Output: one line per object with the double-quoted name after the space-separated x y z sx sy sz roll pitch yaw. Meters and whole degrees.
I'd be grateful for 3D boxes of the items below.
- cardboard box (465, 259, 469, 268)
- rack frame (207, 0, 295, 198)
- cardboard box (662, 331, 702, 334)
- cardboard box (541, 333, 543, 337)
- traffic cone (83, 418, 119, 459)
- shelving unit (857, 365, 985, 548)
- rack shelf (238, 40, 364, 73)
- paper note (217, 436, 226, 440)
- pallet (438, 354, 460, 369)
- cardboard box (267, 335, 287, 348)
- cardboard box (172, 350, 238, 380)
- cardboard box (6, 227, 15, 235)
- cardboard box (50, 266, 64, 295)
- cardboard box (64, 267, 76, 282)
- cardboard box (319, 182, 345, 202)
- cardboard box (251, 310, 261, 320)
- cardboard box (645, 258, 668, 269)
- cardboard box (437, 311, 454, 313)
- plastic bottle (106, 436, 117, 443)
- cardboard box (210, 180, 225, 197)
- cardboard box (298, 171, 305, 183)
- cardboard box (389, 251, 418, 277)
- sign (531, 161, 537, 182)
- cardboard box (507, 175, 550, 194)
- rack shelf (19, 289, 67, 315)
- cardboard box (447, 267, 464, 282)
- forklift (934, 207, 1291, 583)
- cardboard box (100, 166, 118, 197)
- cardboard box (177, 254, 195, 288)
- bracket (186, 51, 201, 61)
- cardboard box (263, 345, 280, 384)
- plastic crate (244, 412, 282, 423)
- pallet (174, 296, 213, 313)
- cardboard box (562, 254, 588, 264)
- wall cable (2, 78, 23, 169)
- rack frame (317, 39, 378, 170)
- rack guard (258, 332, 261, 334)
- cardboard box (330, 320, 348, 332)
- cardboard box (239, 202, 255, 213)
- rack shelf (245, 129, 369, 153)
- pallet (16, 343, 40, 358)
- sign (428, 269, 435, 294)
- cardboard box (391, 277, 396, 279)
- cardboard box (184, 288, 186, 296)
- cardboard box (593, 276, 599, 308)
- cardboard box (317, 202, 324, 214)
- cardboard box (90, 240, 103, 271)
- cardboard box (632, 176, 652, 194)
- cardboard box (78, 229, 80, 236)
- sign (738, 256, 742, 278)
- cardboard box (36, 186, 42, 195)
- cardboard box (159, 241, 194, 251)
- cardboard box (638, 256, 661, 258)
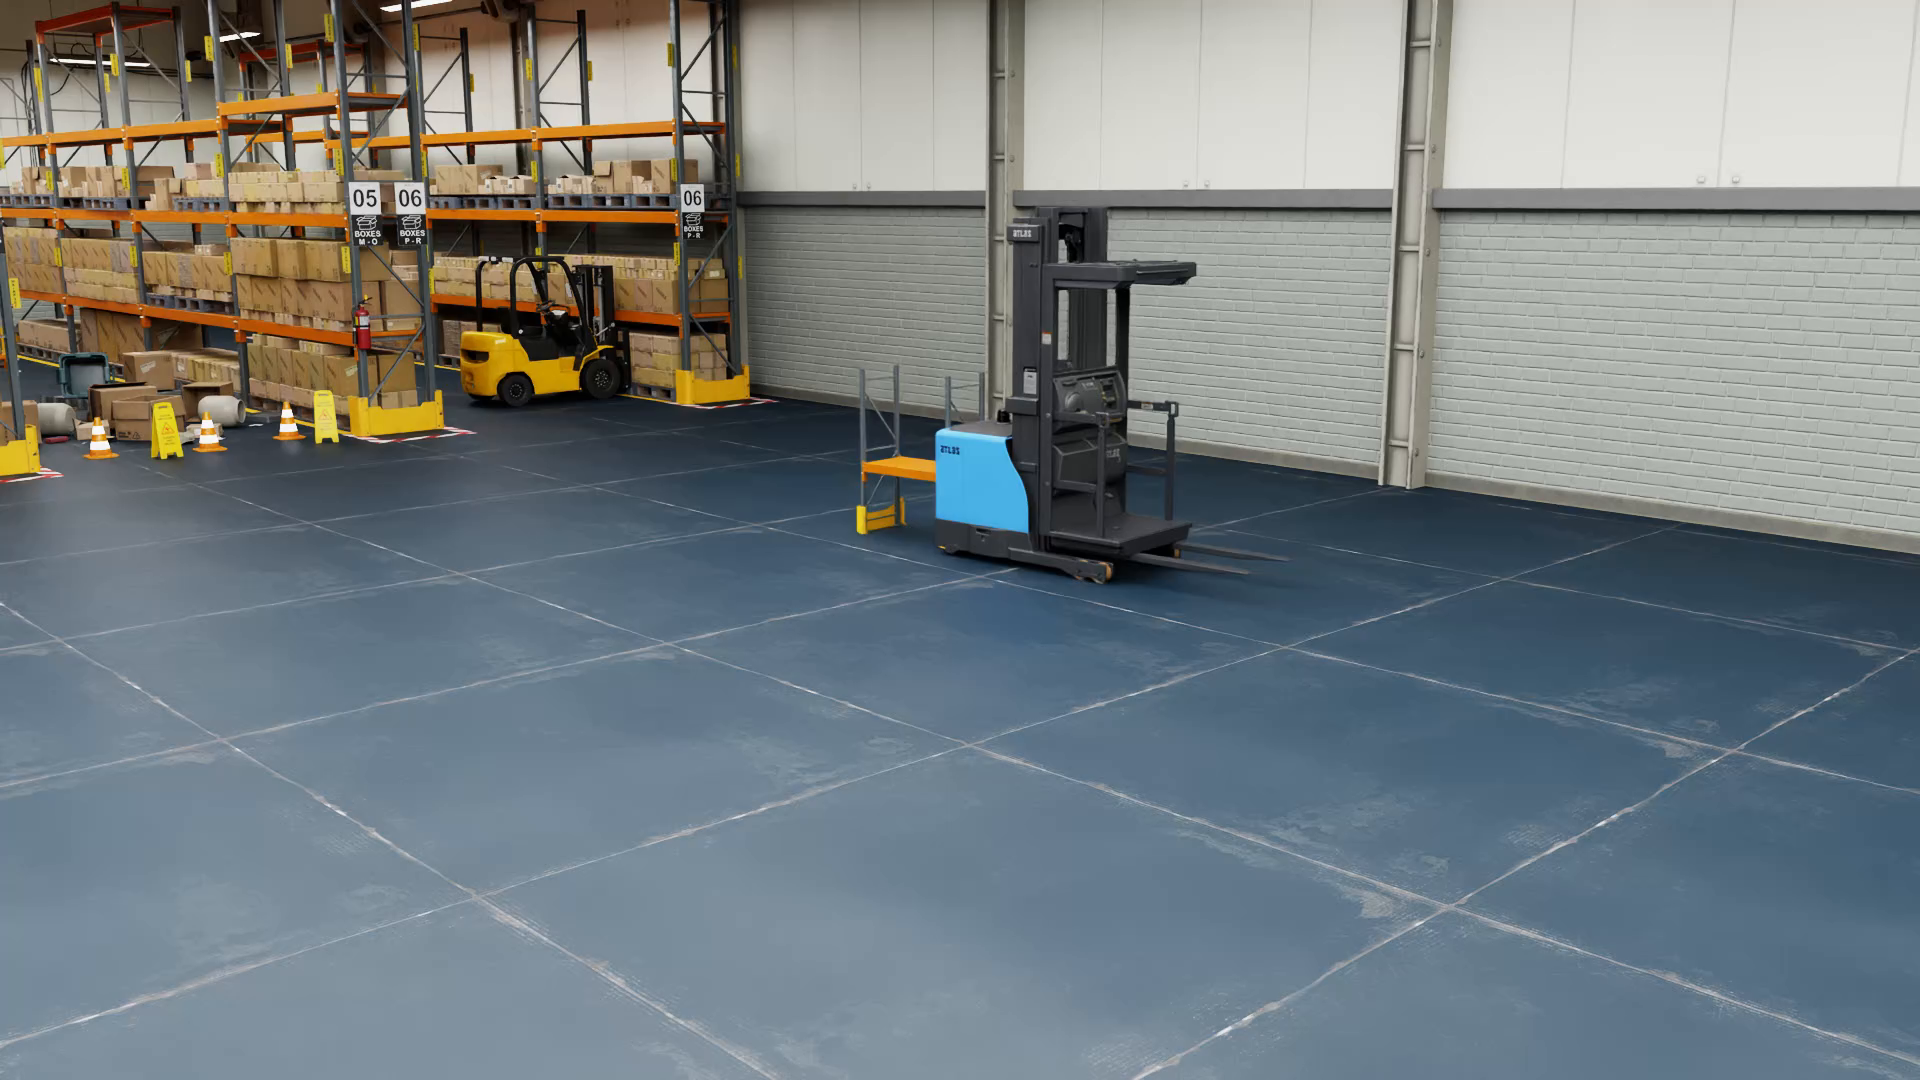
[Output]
-8.492 -4.884 29.329 0.380 0.149 0.250 -11 16 -42 "cardboard box"
-10.091 -6.409 23.718 1.000 3.000 0.127 -11 16 -43 "rack frame"
-4.284 -3.097 25.804 0.500 0.250 0.500 -11 16 -42 "cardboard box"
-6.872 -3.280 28.243 0.875 0.625 0.625 -10 15 -40 "cardboard box"
-10.178 -1.215 19.663 0.336 0.463 0.334 -11 16 -43 "traffic cone"
-0.349 -0.776 14.961 1.083 1.500 0.587 10 15 39 "shelving unit"
-13.409 -9.836 33.899 1.077 0.370 4.000 -11 16 -43 "rack shelf"
-9.421 -1.293 21.113 0.142 0.019 0.148 6 13 26 "paper note"
-8.725 -3.255 30.189 1.003 0.211 1.213 -11 16 -43 "pallet"
-9.479 -2.790 23.325 0.380 0.149 0.250 -10 15 -40 "cardboard box"
-11.955 -2.783 26.456 0.950 0.372 0.625 -11 16 -44 "cardboard box"
-18.004 -5.906 31.810 0.380 0.149 0.250 -10 15 -41 "cardboard box"
-16.120 -4.719 30.136 0.500 0.500 0.500 -11 16 -42 "cardboard box"
-15.515 -4.706 29.453 0.500 0.250 0.500 11 16 44 "cardboard box"
-7.877 -4.465 21.353 0.500 0.250 0.500 -11 16 -43 "cardboard box"
-9.893 -3.227 23.765 0.380 0.149 0.250 -10 15 -41 "cardboard box"
-4.534 -4.180 25.177 0.380 0.149 0.250 -10 16 -41 "cardboard box"
-9.915 -4.286 31.825 0.250 0.149 0.380 11 16 43 "cardboard box"
-10.759 -1.270 20.925 0.283 0.061 0.133 6 13 26 "plastic bottle"
-10.599 -5.137 24.310 0.500 0.250 0.500 -11 16 -44 "cardboard box"
-8.579 -4.832 22.145 0.250 0.149 0.380 11 16 44 "cardboard box"
-10.527 -5.215 31.496 0.637 0.503 0.797 11 16 44 "cardboard box"
-6.889 -5.962 26.923 0.100 0.325 0.005 -11 16 -43 "sign"
-7.179 -5.915 27.685 0.500 0.311 0.500 11 16 43 "cardboard box"
-16.996 -4.578 31.480 1.077 0.370 4.000 -11 16 -43 "rack shelf"
-8.791 -4.746 29.647 0.500 0.250 0.500 -10 15 -41 "cardboard box"
1.231 -1.209 13.518 3.031 2.935 1.130 10 15 39 "forklift"
-13.674 -5.896 27.375 0.500 0.500 0.700 11 16 42 "cardboard box"
-11.633 -4.131 25.504 0.500 0.500 0.500 11 16 43 "cardboard box"
-18.180 -11.492 39.468 0.235 0.232 0.430 -11 16 -43 "bracket"
-9.500 -2.497 23.511 0.500 0.500 0.500 -10 15 -40 "cardboard box"
-9.600 -1.697 22.952 0.583 0.080 0.402 6 13 26 "plastic crate"
-11.456 -3.677 25.802 1.003 0.211 1.213 -11 16 -43 "pallet"
-6.239 -4.564 27.039 0.380 0.149 0.250 -11 16 -42 "cardboard box"
-21.964 -9.056 36.565 2.355 3.000 0.029 -11 16 -43 "wall cable"
-12.028 -8.269 32.745 1.000 3.000 0.127 -11 16 -43 "rack frame"
-14.738 -4.679 36.383 1.175 0.500 0.348 -11 16 -43 "rack guard"
-7.997 -2.810 21.740 0.380 0.149 0.250 -11 16 -43 "cardboard box"
-9.914 -4.691 23.435 0.380 0.149 0.250 -11 16 -42 "cardboard box"
-13.409 -8.207 34.235 1.077 0.370 4.000 -11 16 -43 "rack shelf"
-17.769 -3.750 32.592 1.003 0.211 1.213 -11 16 -43 "pallet"
-6.936 -3.387 21.770 0.100 0.325 0.005 -11 16 -43 "sign"
-7.815 -3.264 22.338 0.500 0.500 0.500 -10 15 -41 "cardboard box"
-11.815 -3.868 25.836 0.380 0.149 0.250 -10 15 -40 "cardboard box"
-5.663 -3.963 26.467 0.500 0.500 0.500 -11 16 -43 "cardboard box"
-8.132 -4.321 21.642 0.380 0.149 0.250 -10 15 -41 "cardboard box"
-14.442 -4.854 28.313 0.500 0.500 0.500 -11 16 -43 "cardboard box"
-4.708 -5.353 25.070 0.396 0.266 0.258 -11 16 -42 "cardboard box"
-16.162 -5.549 30.077 0.380 0.149 0.250 -10 16 -41 "cardboard box"
-3.335 -4.118 25.126 0.100 0.325 0.005 -11 16 -43 "sign"
-16.470 -6.326 30.084 0.380 0.149 0.250 -10 16 -41 "cardboard box"
-13.017 -4.699 27.561 0.500 0.500 0.500 11 16 43 "cardboard box"
-4.866 -4.400 26.242 0.380 0.149 0.250 -11 16 -42 "cardboard box"
